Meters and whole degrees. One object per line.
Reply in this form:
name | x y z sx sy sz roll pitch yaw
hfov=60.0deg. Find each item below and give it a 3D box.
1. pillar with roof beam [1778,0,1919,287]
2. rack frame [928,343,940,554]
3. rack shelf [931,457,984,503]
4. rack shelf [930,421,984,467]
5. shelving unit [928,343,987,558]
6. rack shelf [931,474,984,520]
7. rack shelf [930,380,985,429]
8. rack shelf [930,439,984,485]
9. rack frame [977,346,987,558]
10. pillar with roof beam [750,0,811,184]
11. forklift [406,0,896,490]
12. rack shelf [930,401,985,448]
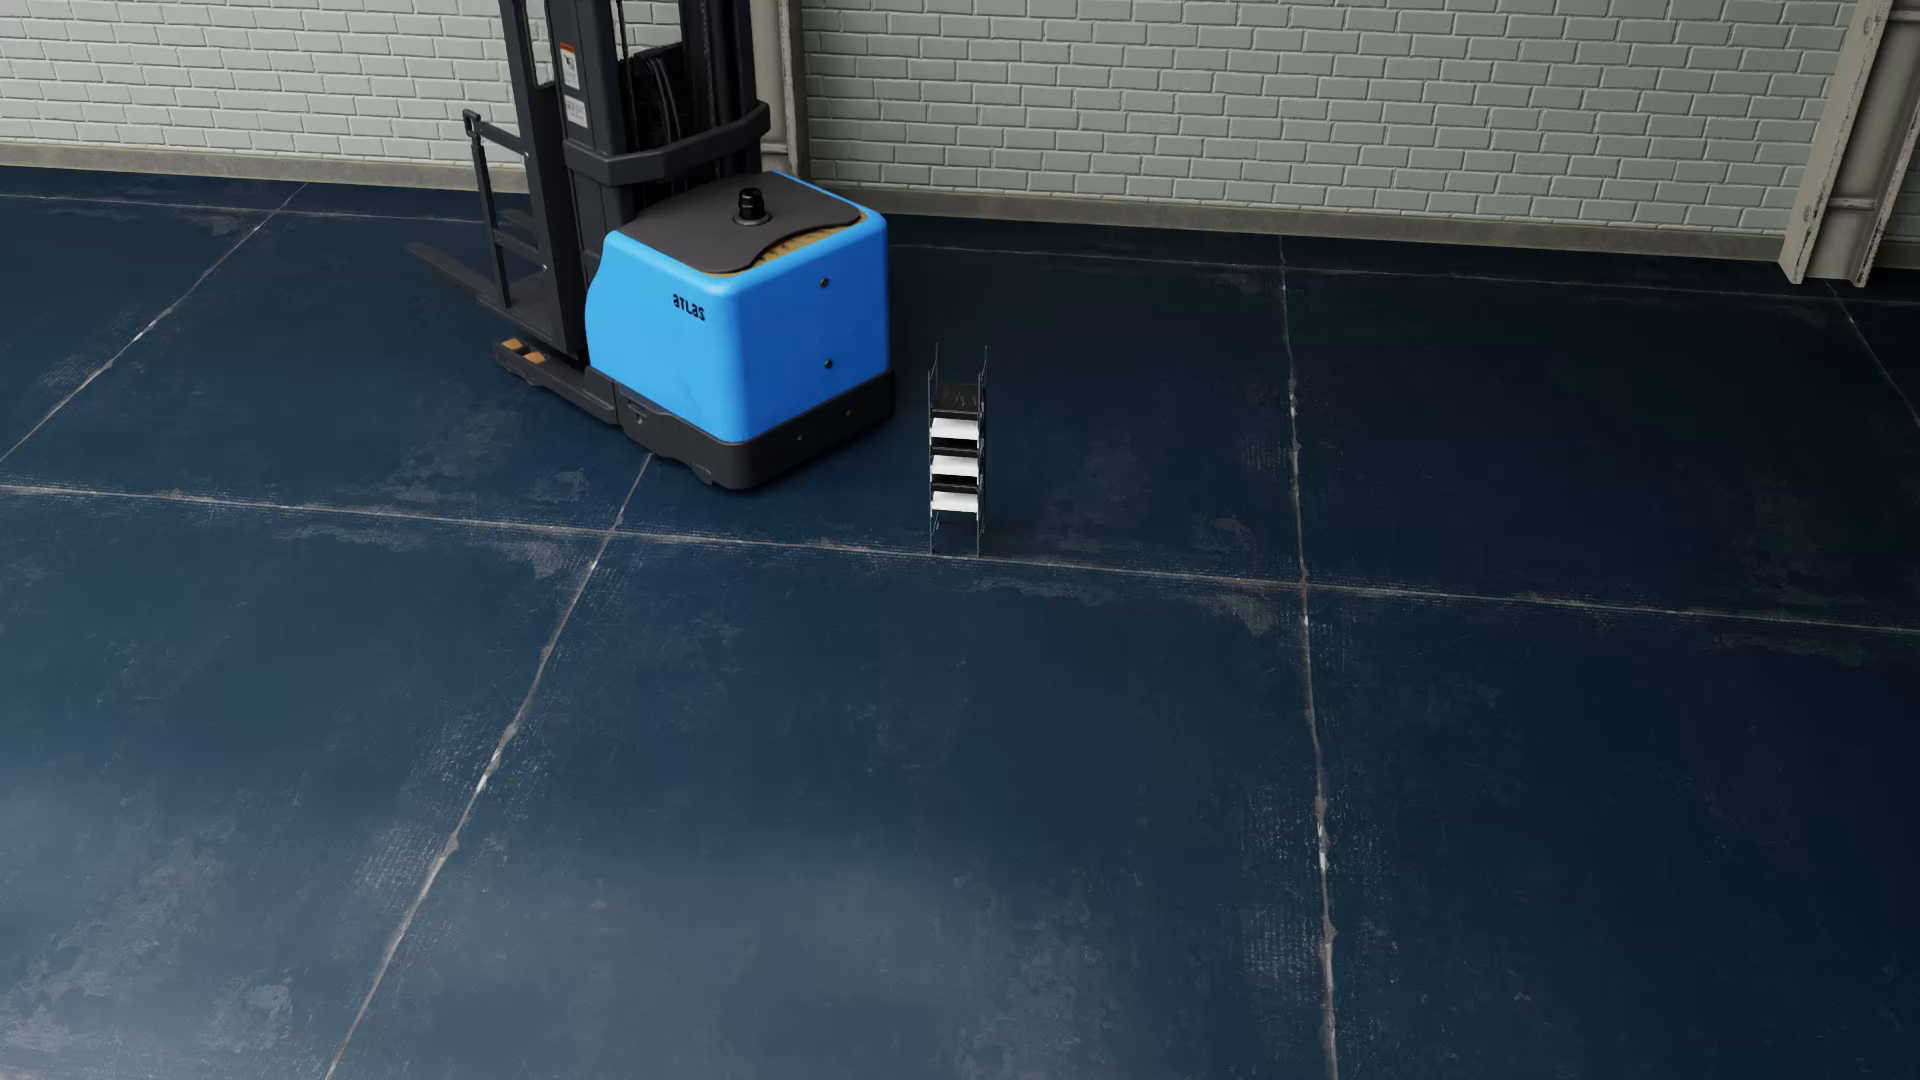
pillar with roof beam | 4.294 -2.685 3.265 0.400 9.000 9.100 4 36 6
rack frame | -0.109 -0.374 7.000 0.006 0.900 0.240 4 36 6
rack shelf | -0.008 -0.266 7.061 0.200 0.077 0.258 4 36 6
rack shelf | -0.008 -0.413 6.956 0.200 0.077 0.258 4 36 6
shelving unit | -0.008 -0.367 6.989 0.210 0.900 0.258 4 36 6
rack shelf | -0.008 -0.193 7.113 0.200 0.077 0.258 4 36 6
rack shelf | -0.008 -0.560 6.852 0.200 0.077 0.258 4 36 6
rack shelf | -0.008 -0.340 7.009 0.200 0.077 0.258 4 36 6
rack frame | 0.093 -0.359 6.979 0.006 0.900 0.240 4 36 6
pillar with roof beam | -1.657 -3.129 3.887 0.400 9.000 9.100 4 36 6
forklift | -1.722 -2.162 7.756 3.031 2.935 1.130 29 45 34
rack shelf | -0.008 -0.486 6.904 0.200 0.077 0.258 4 36 6
